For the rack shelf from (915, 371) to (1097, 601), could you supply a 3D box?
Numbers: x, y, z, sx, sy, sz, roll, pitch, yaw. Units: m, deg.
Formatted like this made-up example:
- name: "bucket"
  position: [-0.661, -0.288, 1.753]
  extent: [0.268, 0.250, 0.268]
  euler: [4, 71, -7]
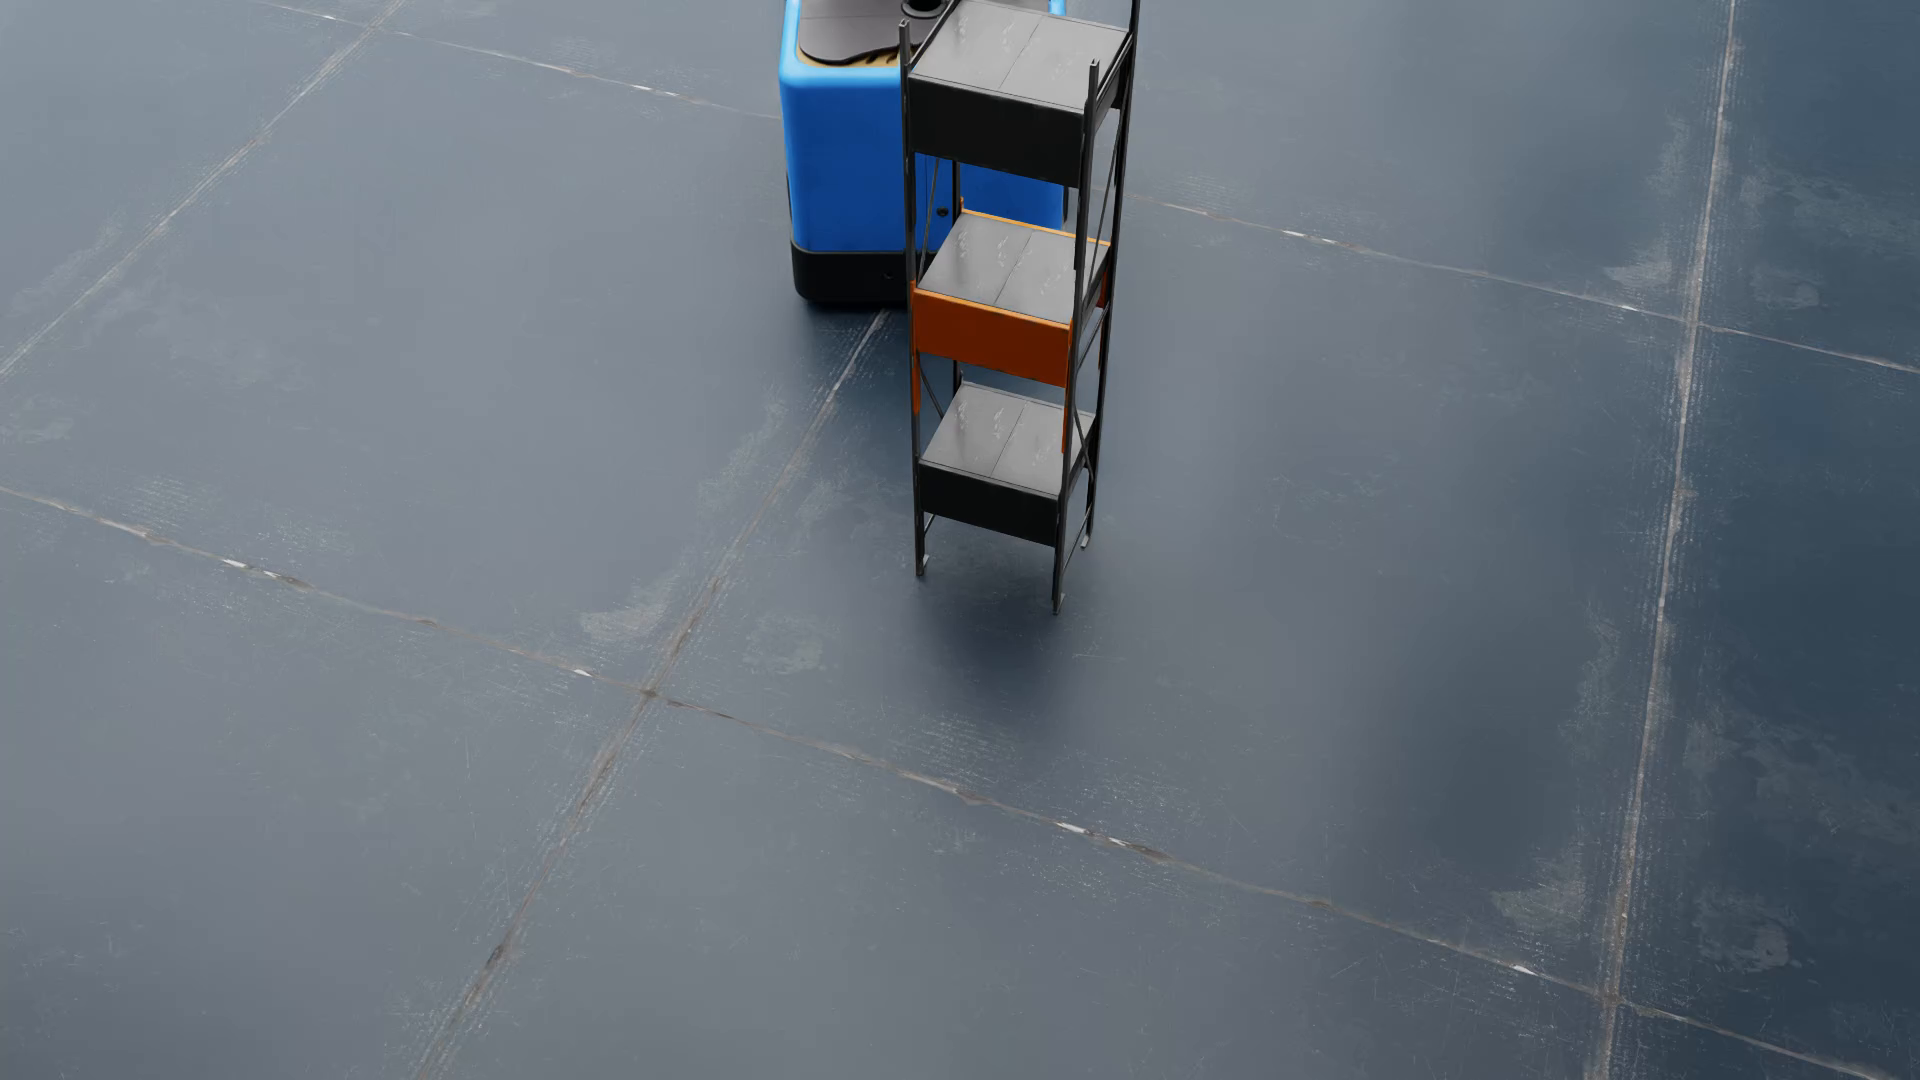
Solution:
- name: "rack shelf"
  position: [0.155, -0.177, 5.458]
  extent: [0.480, 0.518, 0.431]
  euler: [16, 51, 13]

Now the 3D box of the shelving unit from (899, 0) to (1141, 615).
- name: "shelving unit"
  position: [0.155, -0.644, 4.919]
  extent: [0.503, 2.100, 0.431]
  euler: [16, 51, 13]

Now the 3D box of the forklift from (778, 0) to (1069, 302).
- name: "forklift"
  position: [-0.135, -2.983, 6.396]
  extent: [1.130, 2.935, 3.031]
  euler: [0, 49, 0]

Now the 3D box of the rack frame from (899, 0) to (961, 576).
- name: "rack frame"
  position: [-0.074, -0.708, 4.974]
  extent: [0.015, 2.100, 0.400]
  euler: [16, 51, 13]

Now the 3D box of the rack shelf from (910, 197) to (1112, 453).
- name: "rack shelf"
  position: [0.155, -0.635, 4.929]
  extent: [0.480, 0.518, 0.431]
  euler: [16, 51, 13]

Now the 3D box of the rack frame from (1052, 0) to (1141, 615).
- name: "rack frame"
  position: [0.384, -0.580, 4.864]
  extent: [0.015, 2.100, 0.400]
  euler: [16, 51, 13]

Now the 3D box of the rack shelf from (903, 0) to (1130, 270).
- name: "rack shelf"
  position: [0.155, -1.094, 4.400]
  extent: [0.480, 0.518, 0.431]
  euler: [16, 51, 13]
